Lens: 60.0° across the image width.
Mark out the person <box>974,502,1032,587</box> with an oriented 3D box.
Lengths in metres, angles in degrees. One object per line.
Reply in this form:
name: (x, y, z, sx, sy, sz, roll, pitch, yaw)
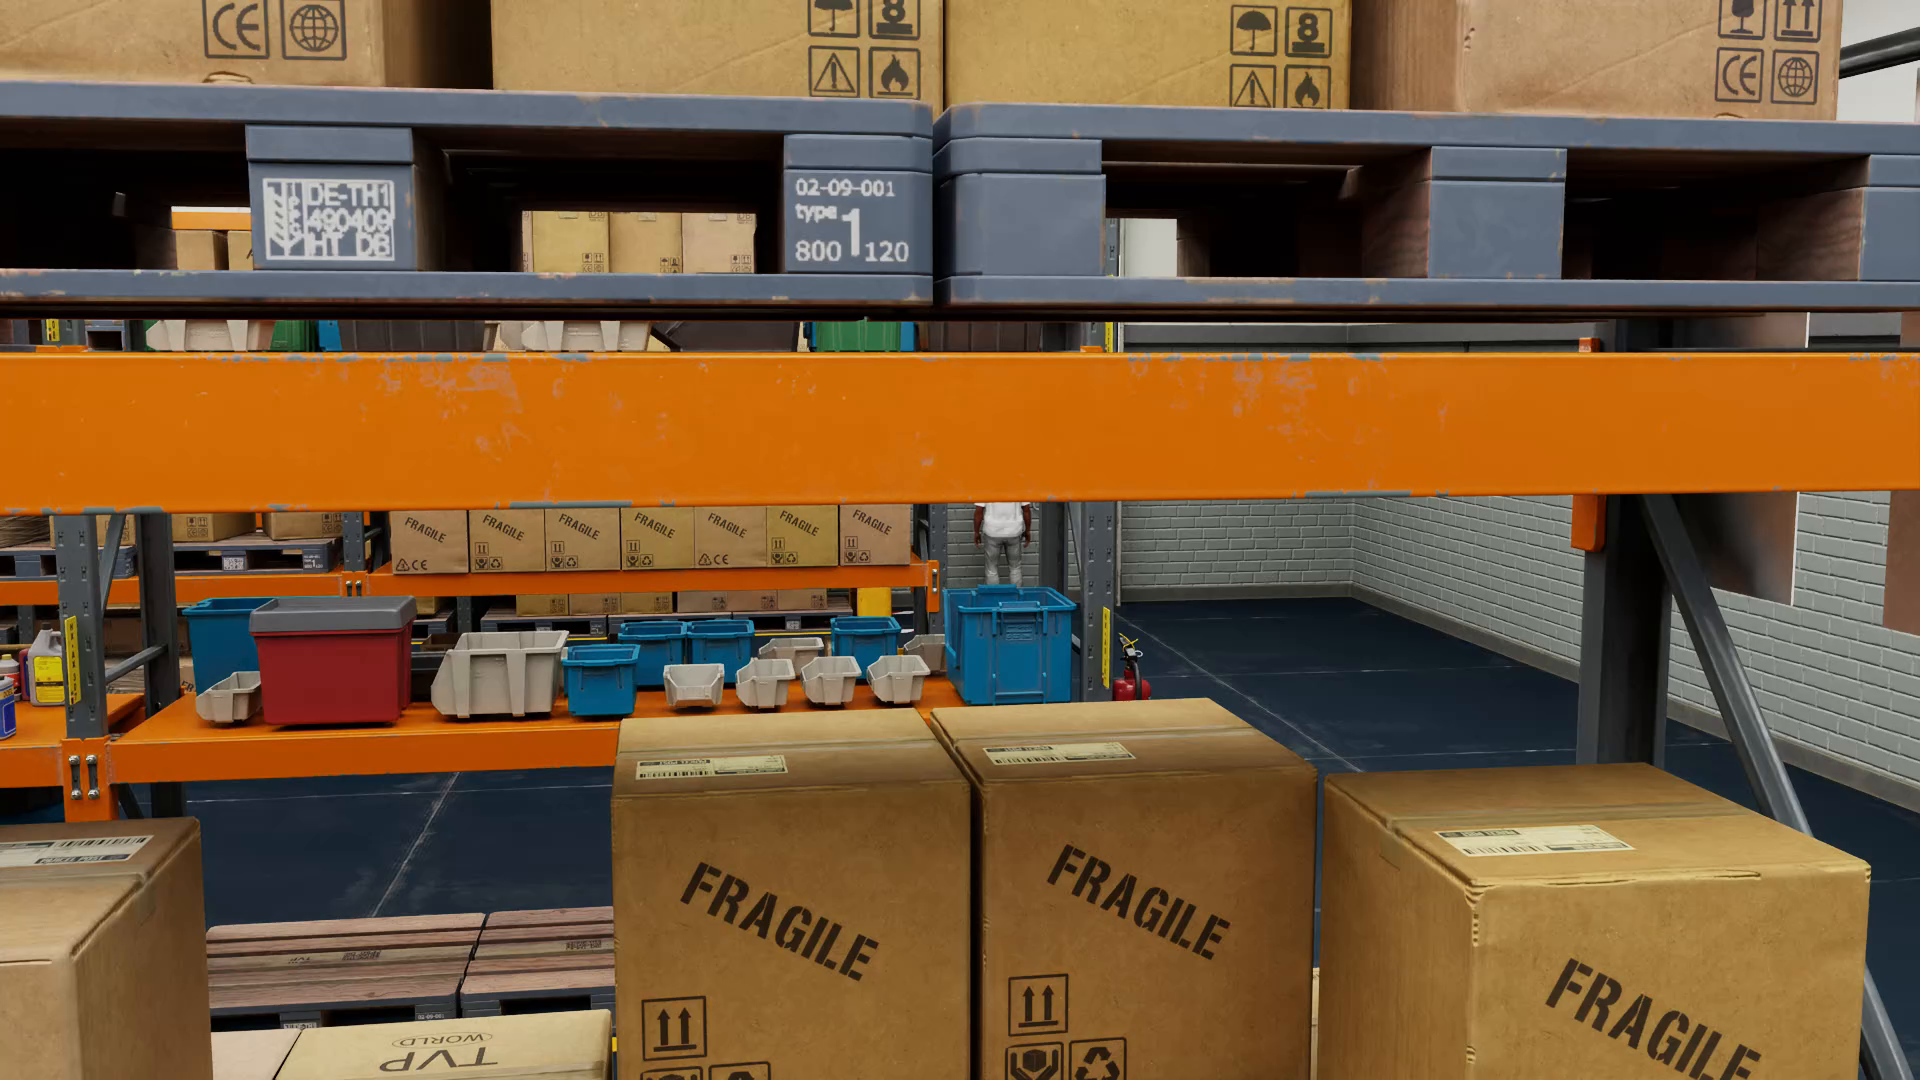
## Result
person: (0.454, -0.079, 17.829, 0.627, 1.760, 0.460, -1, 7, -8)
